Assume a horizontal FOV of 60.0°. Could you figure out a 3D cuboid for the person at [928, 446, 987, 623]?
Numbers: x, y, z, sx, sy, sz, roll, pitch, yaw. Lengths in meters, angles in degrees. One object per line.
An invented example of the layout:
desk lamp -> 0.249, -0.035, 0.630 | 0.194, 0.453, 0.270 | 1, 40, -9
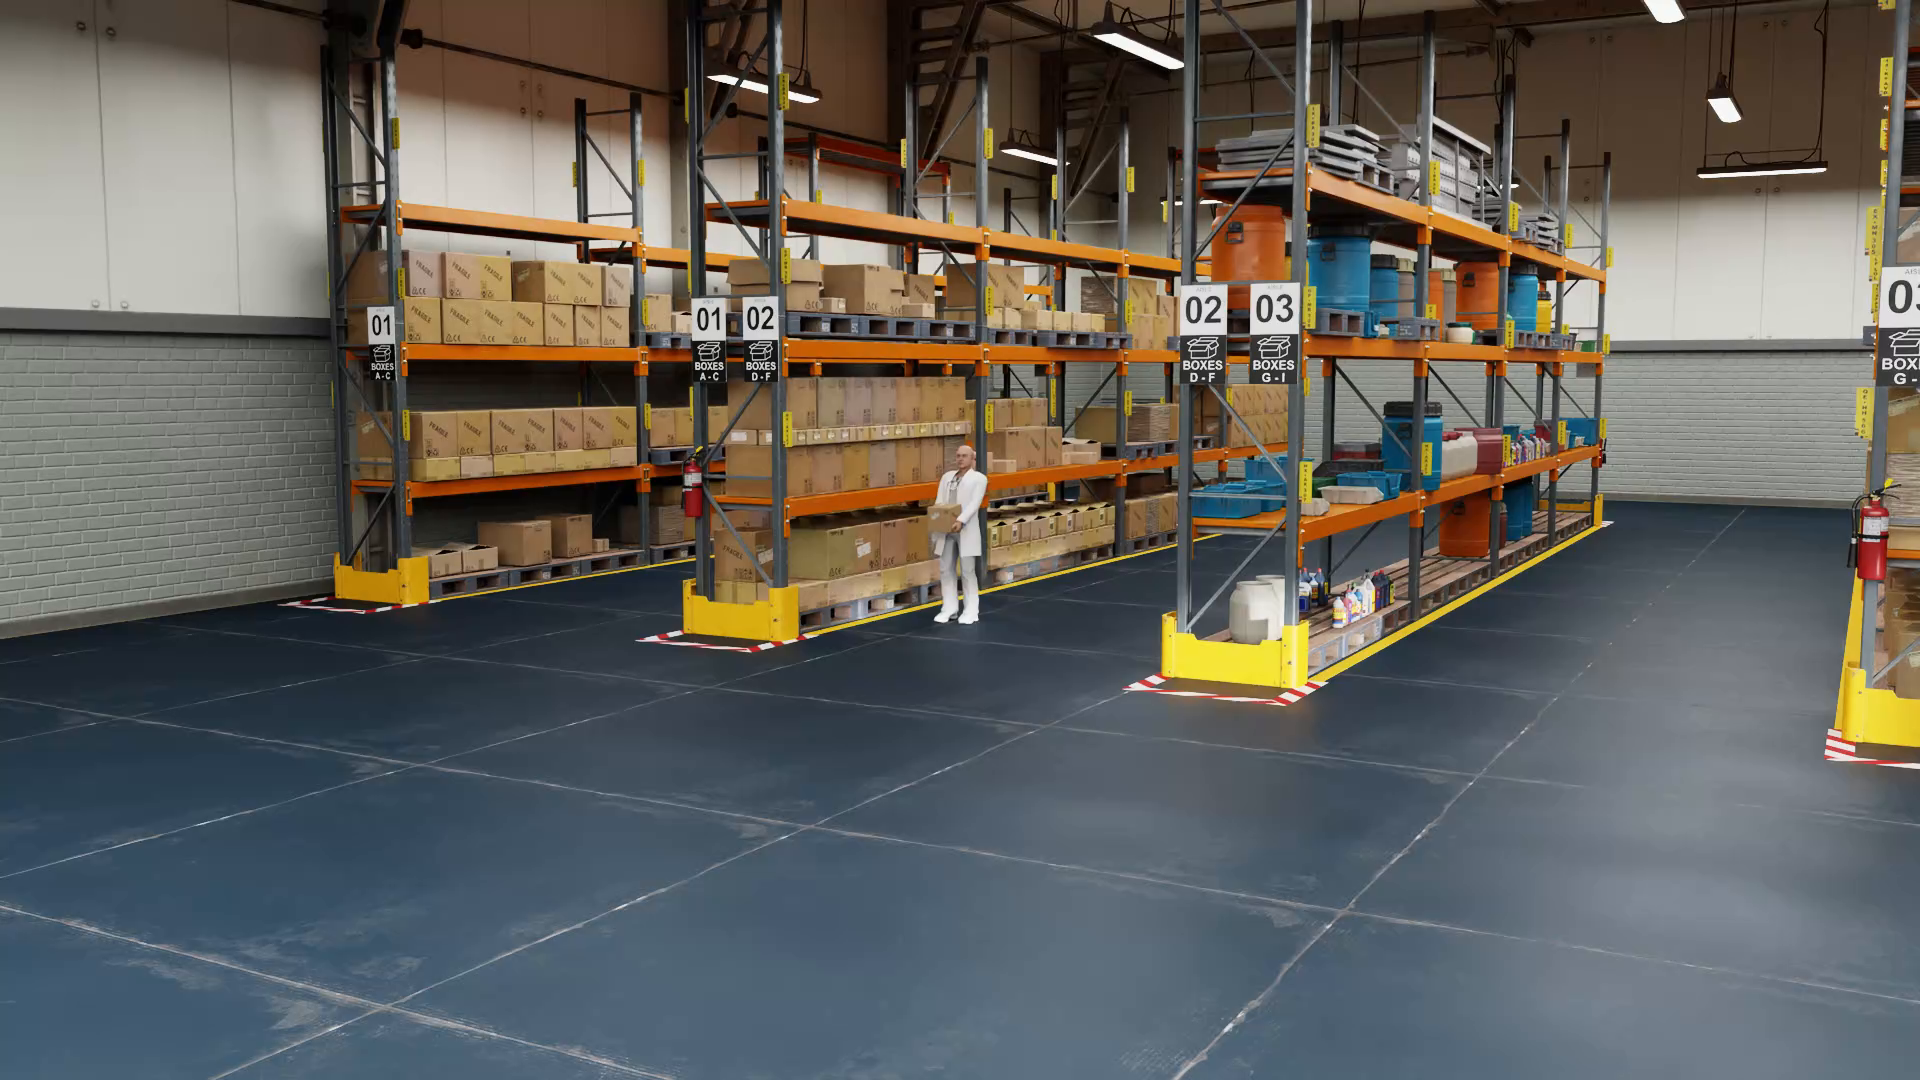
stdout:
person -> -0.049, -0.051, 16.604 | 0.530, 1.770, 0.563 | 3, 7, 30
